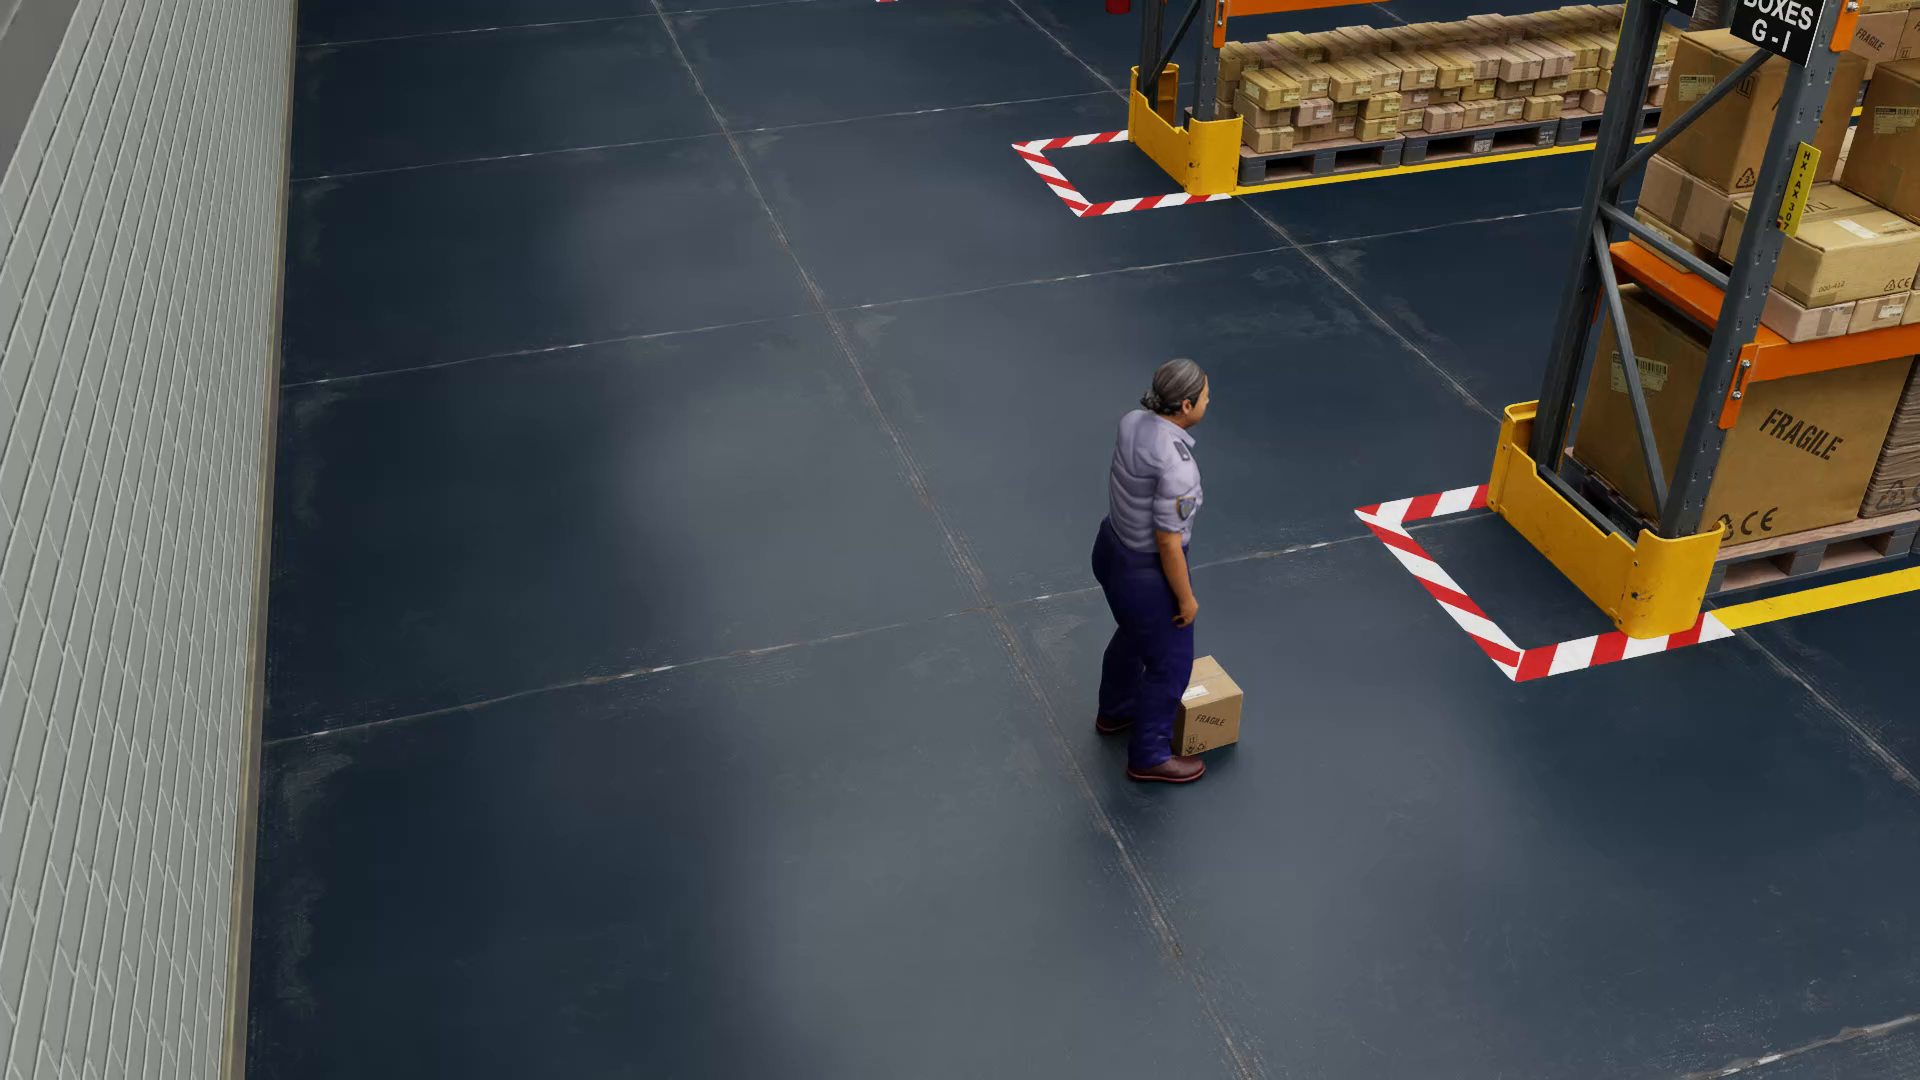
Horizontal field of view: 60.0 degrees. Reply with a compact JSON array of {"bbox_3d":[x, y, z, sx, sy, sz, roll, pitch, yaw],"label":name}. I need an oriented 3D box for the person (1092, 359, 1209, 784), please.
[{"bbox_3d":[0.689,0.112,5.996,0.370,1.638,0.539,-10,35,-14],"label":"person"}]
